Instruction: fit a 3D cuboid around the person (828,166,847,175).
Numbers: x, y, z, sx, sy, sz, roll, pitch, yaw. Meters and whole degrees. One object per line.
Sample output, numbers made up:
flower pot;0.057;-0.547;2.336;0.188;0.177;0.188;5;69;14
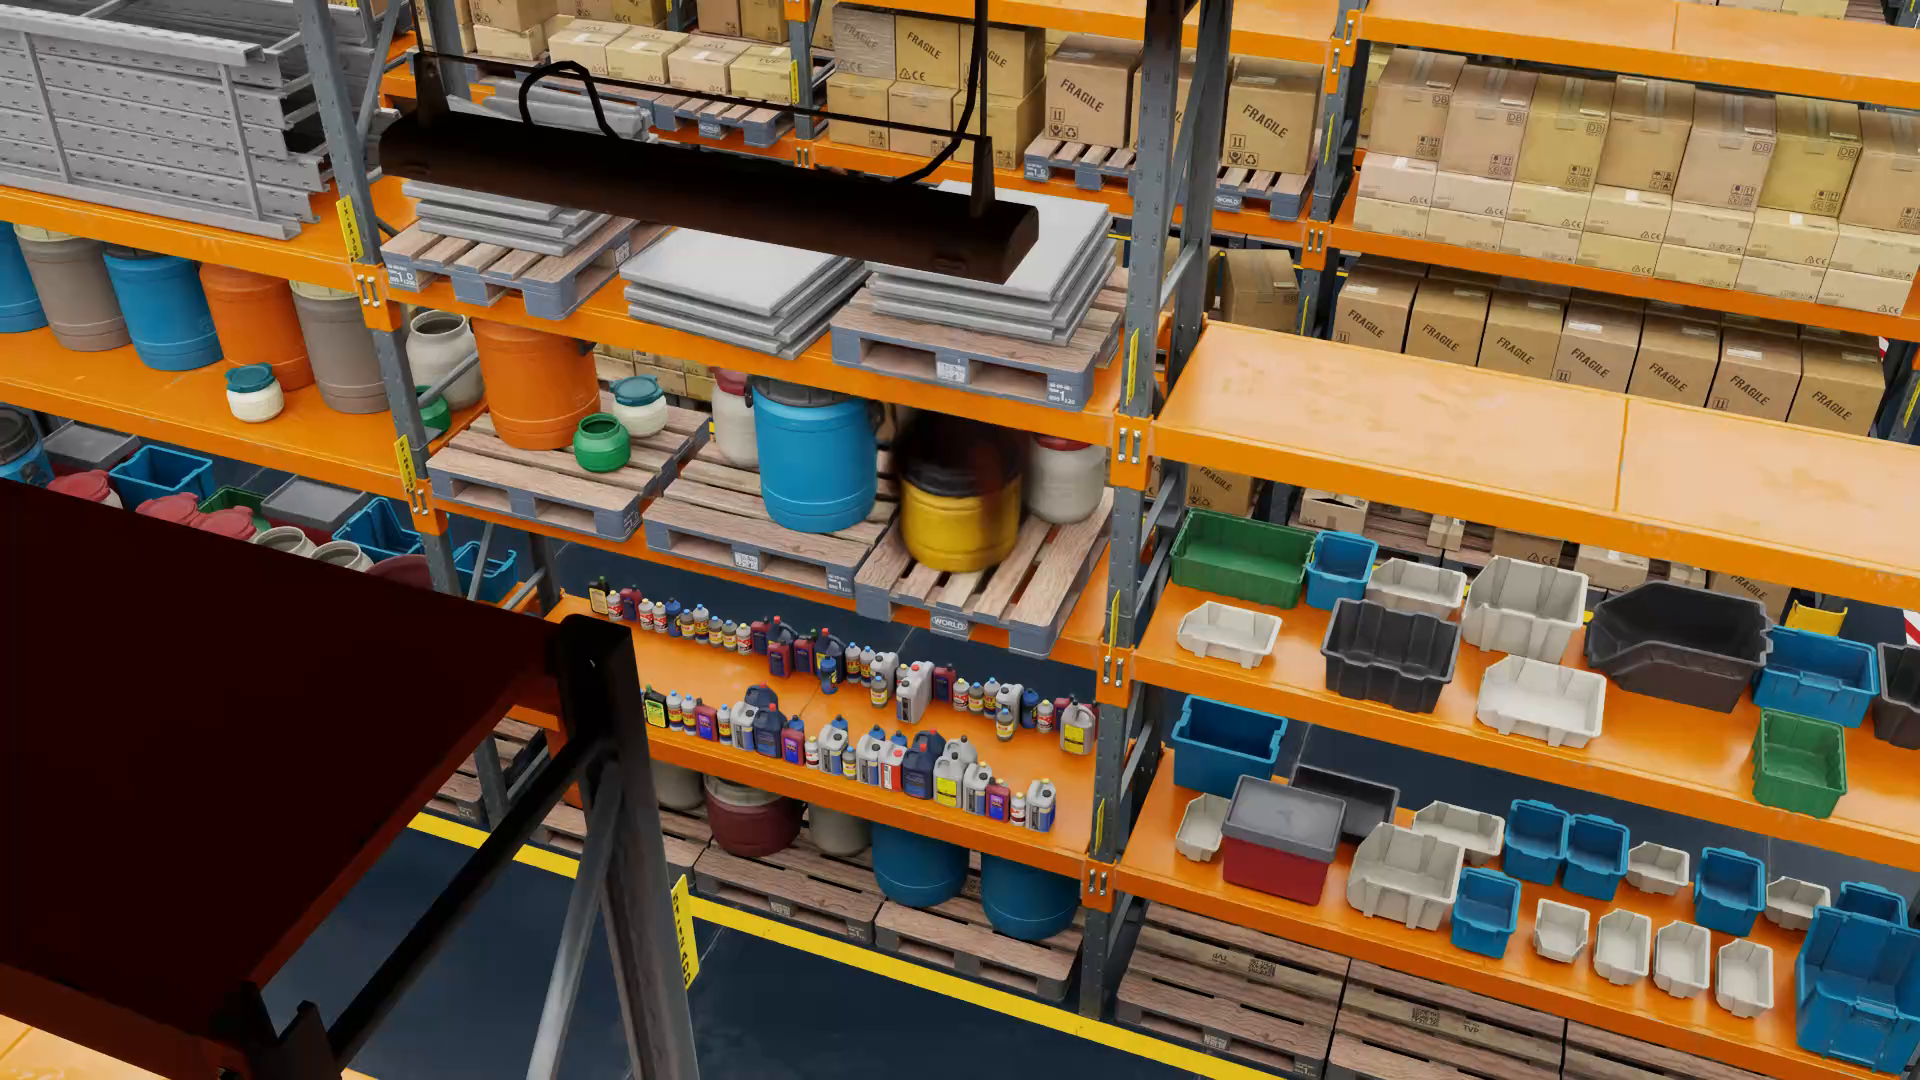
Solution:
person;-1.139;-2.873;15.881;0.448;1.637;0.500;-23;42;-28
